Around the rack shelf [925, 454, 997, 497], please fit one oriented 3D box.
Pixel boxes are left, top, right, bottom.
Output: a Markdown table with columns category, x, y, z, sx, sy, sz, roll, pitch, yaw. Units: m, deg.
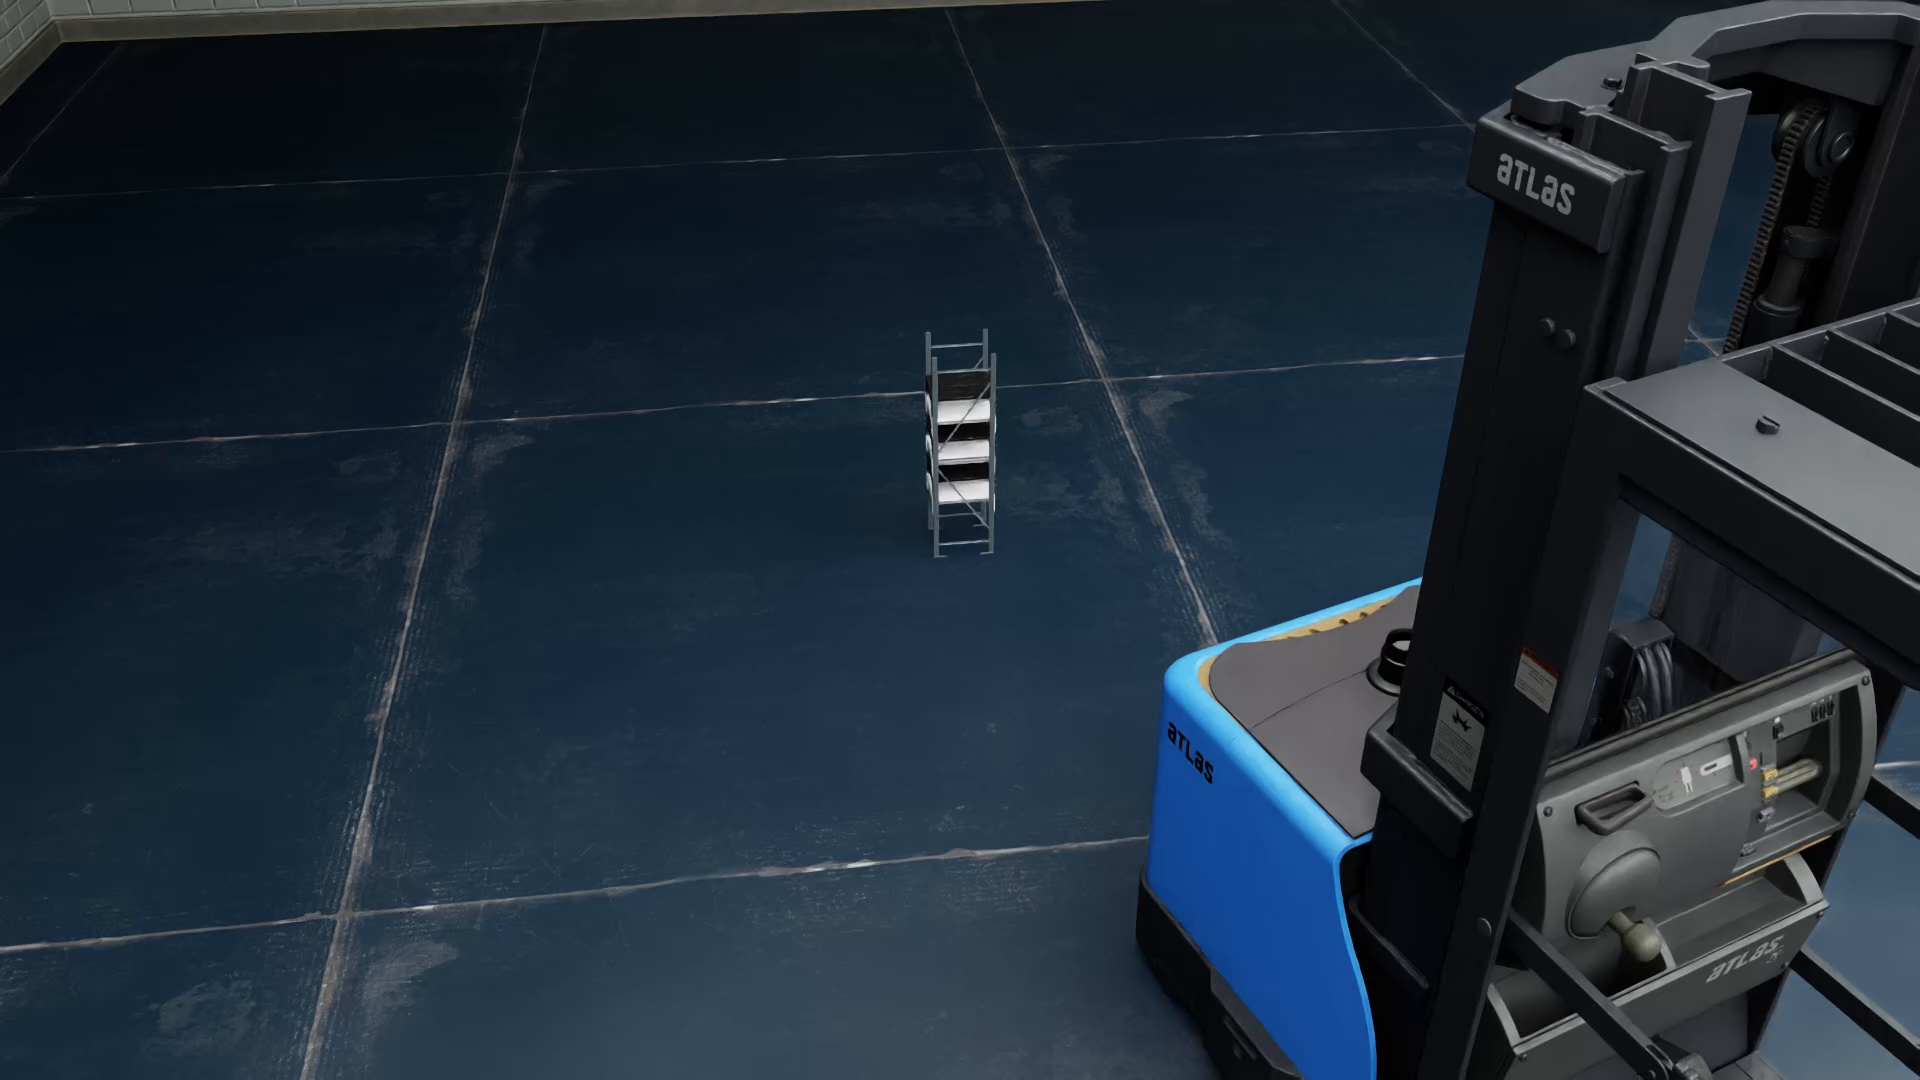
| category | x | y | z | sx | sy | sz | roll | pitch | yaw |
| --- | --- | --- | --- | --- | --- | --- | --- | --- | --- |
| rack shelf | 0.001 | -0.265 | 6.559 | 0.258 | 0.077 | 0.200 | -4 | 35 | -6 |

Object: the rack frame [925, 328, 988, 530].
| category | x | y | z | sx | sy | sz | roll | pitch | yaw |
| --- | --- | --- | --- | --- | --- | --- | --- | --- | --- |
| rack frame | -0.013 | -0.424 | 6.573 | 0.240 | 0.900 | 0.006 | -4 | 35 | -6 |

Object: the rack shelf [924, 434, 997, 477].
| category | x | y | z | sx | sy | sz | roll | pitch | yaw |
| --- | --- | --- | --- | --- | --- | --- | --- | --- | --- |
| rack shelf | 0.001 | -0.340 | 6.509 | 0.258 | 0.077 | 0.200 | -4 | 35 | -6 |

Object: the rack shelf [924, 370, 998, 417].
| category | x | y | z | sx | sy | sz | roll | pitch | yaw |
| --- | --- | --- | --- | --- | --- | --- | --- | --- | --- |
| rack shelf | 0.001 | -0.563 | 6.357 | 0.258 | 0.077 | 0.200 | -4 | 35 | -6 |

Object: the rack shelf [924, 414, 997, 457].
| category | x | y | z | sx | sy | sz | roll | pitch | yaw |
| --- | --- | --- | --- | --- | --- | --- | --- | --- | --- |
| rack shelf | 0.001 | -0.414 | 6.458 | 0.258 | 0.077 | 0.200 | -4 | 35 | -6 |

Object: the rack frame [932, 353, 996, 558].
| category | x | y | z | sx | sy | sz | roll | pitch | yaw |
| --- | --- | --- | --- | --- | --- | --- | --- | --- | --- |
| rack frame | 0.015 | -0.311 | 6.407 | 0.240 | 0.900 | 0.006 | -4 | 35 | -6 |

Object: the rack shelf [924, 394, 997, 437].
| category | x | y | z | sx | sy | sz | roll | pitch | yaw |
| --- | --- | --- | --- | --- | --- | --- | --- | --- | --- |
| rack shelf | 0.001 | -0.489 | 6.407 | 0.258 | 0.077 | 0.200 | -4 | 35 | -6 |

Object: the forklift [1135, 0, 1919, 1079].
| category | x | y | z | sx | sy | sz | roll | pitch | yaw |
| --- | --- | --- | --- | --- | --- | --- | --- | --- | --- |
| forklift | 1.631 | 0.615 | 3.244 | 1.130 | 2.935 | 3.031 | -16 | 37 | -22 |

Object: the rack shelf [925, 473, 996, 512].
| category | x | y | z | sx | sy | sz | roll | pitch | yaw |
| --- | --- | --- | --- | --- | --- | --- | --- | --- | --- |
| rack shelf | 0.001 | -0.191 | 6.610 | 0.258 | 0.077 | 0.200 | -4 | 35 | -6 |

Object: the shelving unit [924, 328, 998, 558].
| category | x | y | z | sx | sy | sz | roll | pitch | yaw |
| --- | --- | --- | --- | --- | --- | --- | --- | --- | --- |
| shelving unit | 0.001 | -0.367 | 6.490 | 0.258 | 0.900 | 0.210 | -4 | 35 | -6 |
